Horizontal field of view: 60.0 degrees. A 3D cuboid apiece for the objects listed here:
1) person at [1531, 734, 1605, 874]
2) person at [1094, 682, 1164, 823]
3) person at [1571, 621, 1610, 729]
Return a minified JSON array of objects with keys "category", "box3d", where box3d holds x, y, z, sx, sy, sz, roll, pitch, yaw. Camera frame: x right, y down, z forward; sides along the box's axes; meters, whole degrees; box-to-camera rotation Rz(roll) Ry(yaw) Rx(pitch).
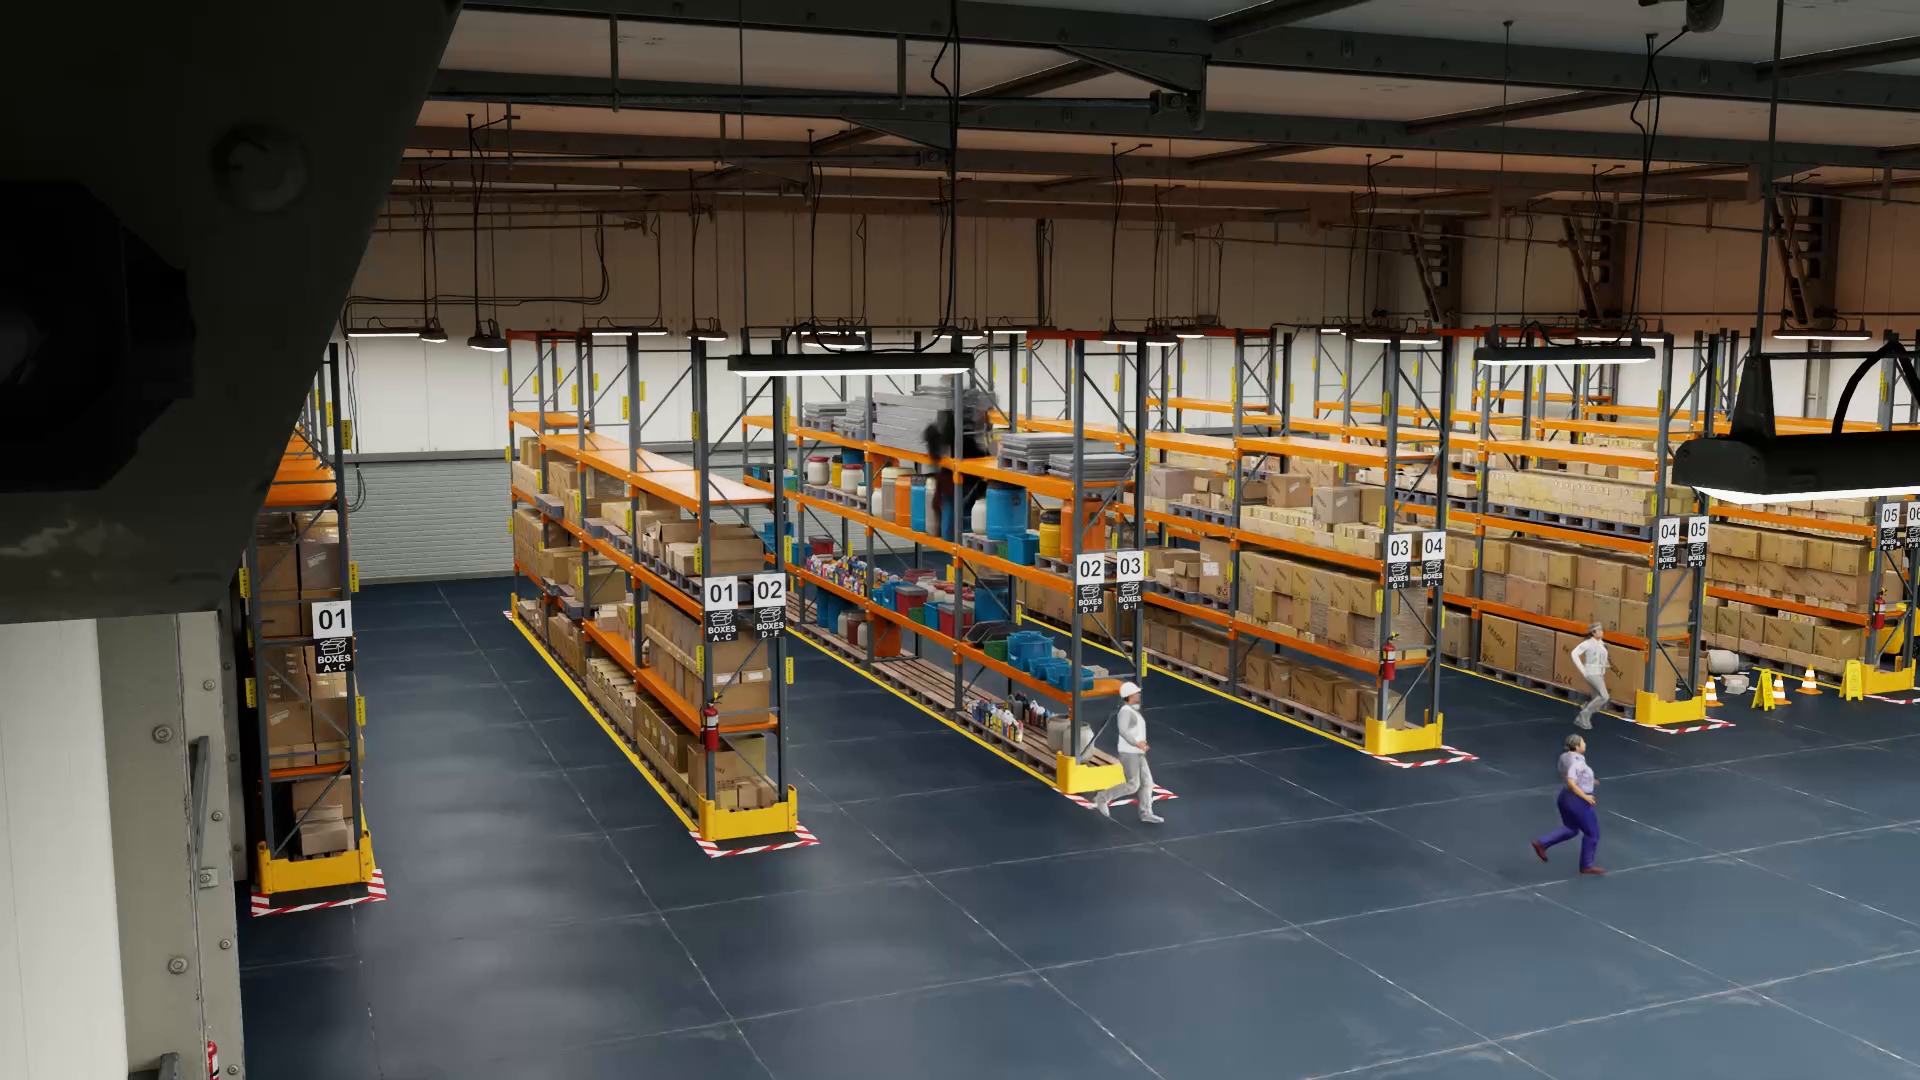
[{"category":"person","box3d":[6.933,2.983,18.831,0.803,1.611,0.620,0,8,-2]},{"category":"person","box3d":[2.149,2.651,20.853,0.878,1.735,0.684,2,8,12]},{"category":"person","box3d":[9.705,2.065,25.397,0.579,1.655,0.599,7,11,43]}]
